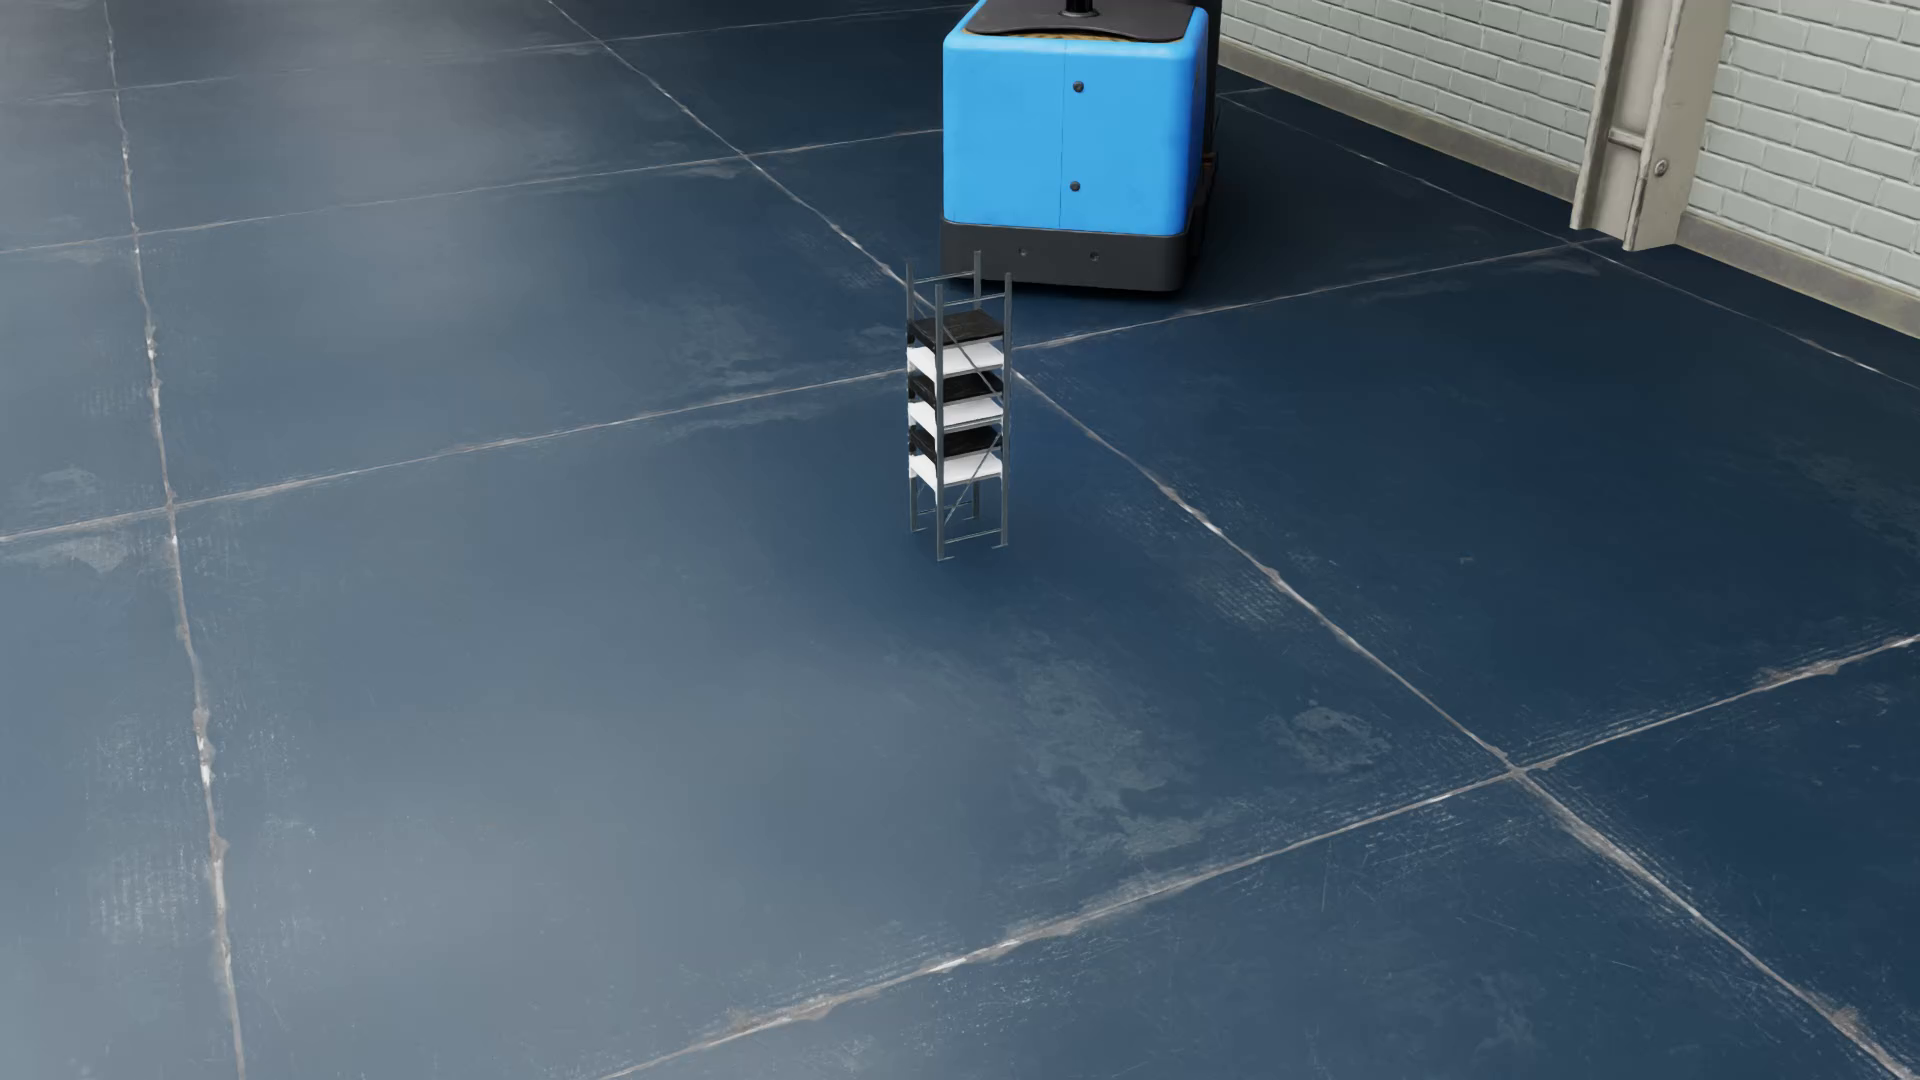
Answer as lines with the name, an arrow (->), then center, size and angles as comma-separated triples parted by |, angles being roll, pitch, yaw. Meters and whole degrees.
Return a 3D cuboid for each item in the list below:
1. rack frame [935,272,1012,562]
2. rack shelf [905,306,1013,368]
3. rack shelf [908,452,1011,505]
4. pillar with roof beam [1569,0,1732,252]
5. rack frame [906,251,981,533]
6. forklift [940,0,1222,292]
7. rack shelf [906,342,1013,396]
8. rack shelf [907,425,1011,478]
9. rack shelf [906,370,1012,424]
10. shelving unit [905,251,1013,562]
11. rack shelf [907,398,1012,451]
rack frame -> 0.040, -0.351, 4.956 | 0.240, 0.900, 0.006 | -13, 32, -22
rack shelf -> -0.003, -0.603, 4.921 | 0.258, 0.077, 0.200 | -13, 32, -22
rack shelf -> -0.003, -0.210, 5.141 | 0.258, 0.077, 0.200 | -13, 32, -22
pillar with roof beam -> -0.772, -4.457, 3.998 | 9.100, 9.000, 0.400 | -13, 32, -22
rack frame -> -0.047, -0.441, 5.116 | 0.240, 0.900, 0.006 | -13, 32, -22
forklift -> 0.708, -3.020, 7.639 | 1.130, 2.935, 3.031 | 6, 30, 10
rack shelf -> -0.003, -0.524, 4.965 | 0.258, 0.077, 0.200 | -13, 32, -22
rack shelf -> -0.003, -0.289, 5.097 | 0.258, 0.077, 0.200 | -13, 32, -22
rack shelf -> -0.003, -0.446, 5.009 | 0.258, 0.077, 0.200 | -13, 32, -22
shelving unit -> -0.003, -0.396, 5.036 | 0.258, 0.900, 0.210 | -13, 32, -22
rack shelf -> -0.003, -0.367, 5.053 | 0.258, 0.077, 0.200 | -13, 32, -22
